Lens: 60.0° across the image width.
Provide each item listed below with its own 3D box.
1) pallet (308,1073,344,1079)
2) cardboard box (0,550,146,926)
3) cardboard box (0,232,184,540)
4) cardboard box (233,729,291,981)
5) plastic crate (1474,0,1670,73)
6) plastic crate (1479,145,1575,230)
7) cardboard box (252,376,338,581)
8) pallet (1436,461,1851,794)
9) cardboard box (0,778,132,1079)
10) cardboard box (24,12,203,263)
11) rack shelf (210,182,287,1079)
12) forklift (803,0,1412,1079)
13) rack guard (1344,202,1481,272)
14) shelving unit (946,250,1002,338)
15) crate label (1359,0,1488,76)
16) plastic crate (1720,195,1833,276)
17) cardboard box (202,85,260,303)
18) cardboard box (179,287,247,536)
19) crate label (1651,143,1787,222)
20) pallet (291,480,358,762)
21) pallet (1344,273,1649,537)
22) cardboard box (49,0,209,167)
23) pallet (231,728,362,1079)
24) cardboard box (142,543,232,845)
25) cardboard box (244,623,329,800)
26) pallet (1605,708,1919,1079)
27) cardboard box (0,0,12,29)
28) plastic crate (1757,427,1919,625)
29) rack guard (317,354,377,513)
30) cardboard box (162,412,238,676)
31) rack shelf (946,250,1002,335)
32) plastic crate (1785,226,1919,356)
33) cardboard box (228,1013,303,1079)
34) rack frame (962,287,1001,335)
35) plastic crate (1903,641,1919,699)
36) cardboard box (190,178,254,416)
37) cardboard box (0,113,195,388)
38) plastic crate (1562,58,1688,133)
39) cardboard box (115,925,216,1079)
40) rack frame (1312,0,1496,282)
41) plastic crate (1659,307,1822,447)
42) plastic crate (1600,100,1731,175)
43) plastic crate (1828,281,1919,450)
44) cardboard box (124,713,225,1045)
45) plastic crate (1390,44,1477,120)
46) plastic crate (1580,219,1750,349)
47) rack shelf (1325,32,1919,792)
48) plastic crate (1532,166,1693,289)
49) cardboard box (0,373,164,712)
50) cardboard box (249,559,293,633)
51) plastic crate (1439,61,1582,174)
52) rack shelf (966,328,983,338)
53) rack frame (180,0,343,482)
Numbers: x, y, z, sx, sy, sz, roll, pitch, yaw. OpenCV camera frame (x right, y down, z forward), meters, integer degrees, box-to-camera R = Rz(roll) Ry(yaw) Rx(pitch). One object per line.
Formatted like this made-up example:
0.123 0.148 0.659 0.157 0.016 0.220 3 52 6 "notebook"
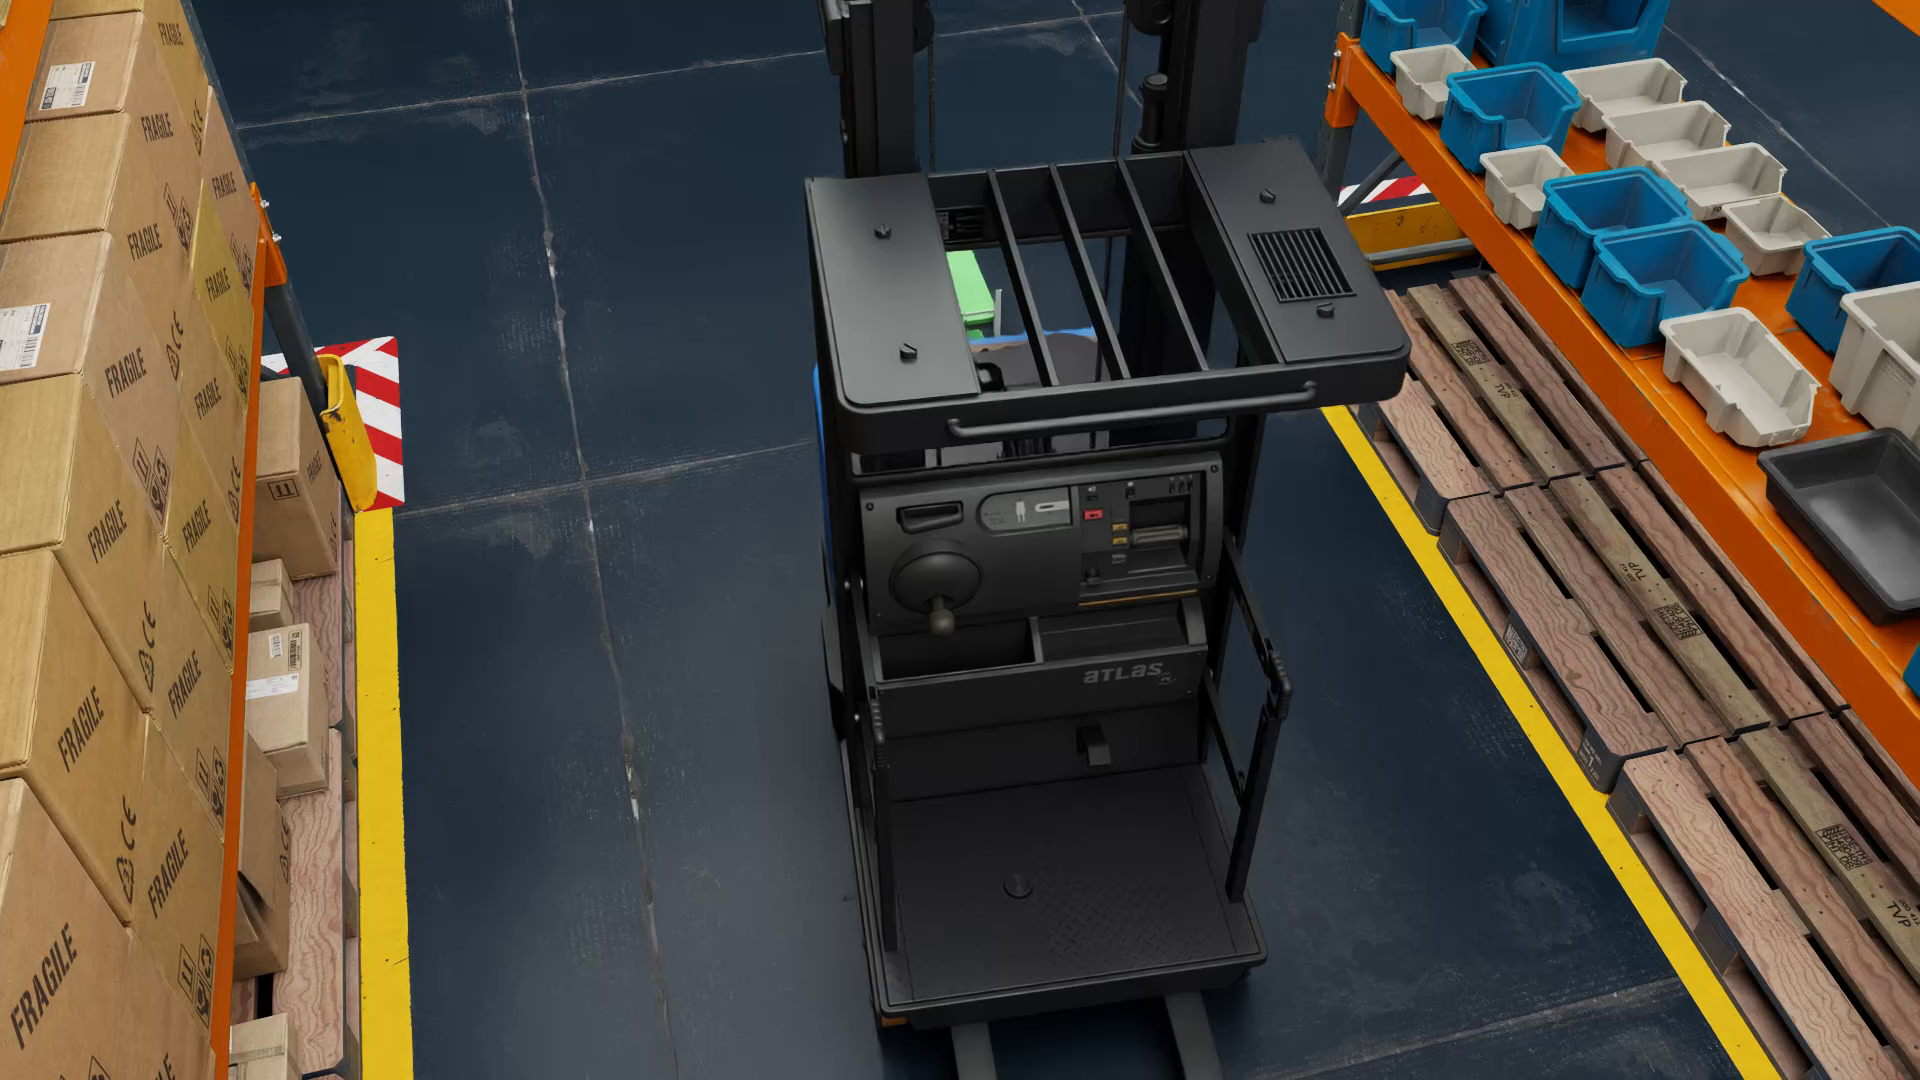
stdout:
-2.012 2.028 4.114 1.003 0.211 1.213 -11 47 -10 "pallet"
-1.818 0.409 2.979 0.500 0.500 0.500 -12 47 -12 "cardboard box"
-2.082 -0.303 3.676 0.500 0.500 0.500 -9 46 -9 "cardboard box"
-2.323 0.950 4.658 0.797 0.503 0.637 -11 47 -10 "cardboard box"
2.195 -1.974 6.018 0.616 0.435 0.499 -11 47 -10 "plastic crate"
1.849 -1.131 5.401 0.250 0.136 0.298 -11 47 -10 "plastic crate"
-2.483 -0.184 5.772 0.500 0.500 0.500 -11 47 -10 "cardboard box"
2.411 0.255 5.852 1.003 0.211 1.213 -11 47 -10 "pallet"
-1.685 0.765 2.630 0.500 0.500 0.500 -10 46 -9 "cardboard box"
-2.351 -1.014 4.374 0.500 0.500 0.500 -10 46 -9 "cardboard box"
-2.349 0.398 4.264 1.077 0.370 4.000 -11 47 -10 "rack shelf"
0.250 0.108 4.092 1.130 2.935 3.031 -6 46 -6 "forklift"
1.910 -1.277 7.152 1.175 0.500 0.348 -11 47 -10 "rack guard"
-0.043 -0.542 5.941 0.258 1.200 0.503 -10 46 -9 "shelving unit"
1.673 -1.870 6.057 0.416 0.233 0.303 -11 47 -10 "crate label"
2.561 -0.945 5.219 0.298 0.136 0.250 -11 47 -10 "plastic crate"
-2.483 -1.010 5.070 0.500 0.500 0.500 -9 46 -9 "cardboard box"
-2.224 -0.307 4.381 0.500 0.500 0.500 -10 46 -10 "cardboard box"
2.467 -1.146 5.416 0.396 0.136 0.243 -11 47 -10 "crate label"
-2.636 0.344 5.765 1.003 0.211 1.213 -11 47 -10 "pallet"
2.102 -0.586 6.676 1.003 0.211 1.213 -11 47 -10 "pallet"
-2.481 -1.363 4.715 0.500 0.500 0.500 -11 47 -11 "cardboard box"
-2.327 1.185 4.941 1.003 0.211 1.213 -11 47 -10 "pallet"
-1.964 0.391 3.696 0.500 0.500 0.500 -11 47 -11 "cardboard box"
-2.269 0.565 5.213 0.500 0.250 0.500 -11 47 -10 "cardboard box"
2.727 1.099 5.025 1.003 0.211 1.213 -11 47 -10 "pallet"
-2.216 -1.236 3.366 0.500 0.250 0.500 -11 47 -10 "cardboard box"
2.406 -0.025 4.325 0.437 0.125 0.590 -11 47 -10 "plastic crate"
-2.841 -0.308 6.201 1.175 0.500 0.348 -11 47 -10 "rack guard"
-2.095 0.040 4.040 0.500 0.500 0.500 -11 47 -11 "cardboard box"
-0.043 -0.833 5.644 0.258 0.148 0.480 -10 46 -9 "rack shelf"
2.702 -0.729 4.940 0.416 0.233 0.300 -11 47 -10 "plastic crate"
-1.966 1.440 4.415 0.380 0.166 0.250 -11 47 -10 "cardboard box"
0.014 -0.372 5.775 0.240 1.200 0.015 -10 46 -9 "rack frame"
2.503 0.348 3.778 0.392 0.384 0.575 -11 47 -10 "plastic crate"
-2.347 -0.653 4.720 0.500 0.500 0.500 -10 46 -10 "cardboard box"
-2.214 -0.657 4.024 0.500 0.500 0.500 -10 46 -9 "cardboard box"
2.312 -1.537 5.798 0.396 0.136 0.243 -11 47 -10 "plastic crate"
-1.704 1.090 3.012 0.500 0.500 0.500 -10 46 -9 "cardboard box"
1.929 -2.138 6.245 1.000 3.000 0.127 -11 47 -10 "rack frame"
2.216 -0.452 4.736 0.293 0.136 0.466 -11 47 -10 "plastic crate"
2.373 -1.334 5.600 0.396 0.136 0.243 -11 47 -10 "plastic crate"
2.740 -0.444 4.626 0.437 0.282 0.530 -11 47 -10 "plastic crate"
-1.838 0.737 3.357 0.500 0.500 0.500 -10 46 -10 "cardboard box"
1.676 -1.599 5.860 0.250 0.136 0.298 -11 47 -10 "plastic crate"
2.087 -0.754 4.963 0.416 0.233 0.300 -11 47 -10 "plastic crate"
2.441 -0.505 5.149 1.077 0.370 4.000 -11 47 -10 "rack shelf"
2.011 -0.961 5.166 0.416 0.233 0.300 -11 47 -10 "plastic crate"
-1.949 0.054 3.327 0.500 0.500 0.500 -12 47 -11 "cardboard box"
-2.467 0.229 5.601 0.380 0.166 0.250 -11 47 -10 "cardboard box"
1.842 -1.415 5.612 0.416 0.233 0.300 -11 47 -10 "plastic crate"
-0.043 -0.665 5.815 0.258 0.148 0.480 -10 46 -9 "rack shelf"
-2.861 -1.235 5.360 1.000 3.000 0.127 -11 47 -10 "rack frame"
